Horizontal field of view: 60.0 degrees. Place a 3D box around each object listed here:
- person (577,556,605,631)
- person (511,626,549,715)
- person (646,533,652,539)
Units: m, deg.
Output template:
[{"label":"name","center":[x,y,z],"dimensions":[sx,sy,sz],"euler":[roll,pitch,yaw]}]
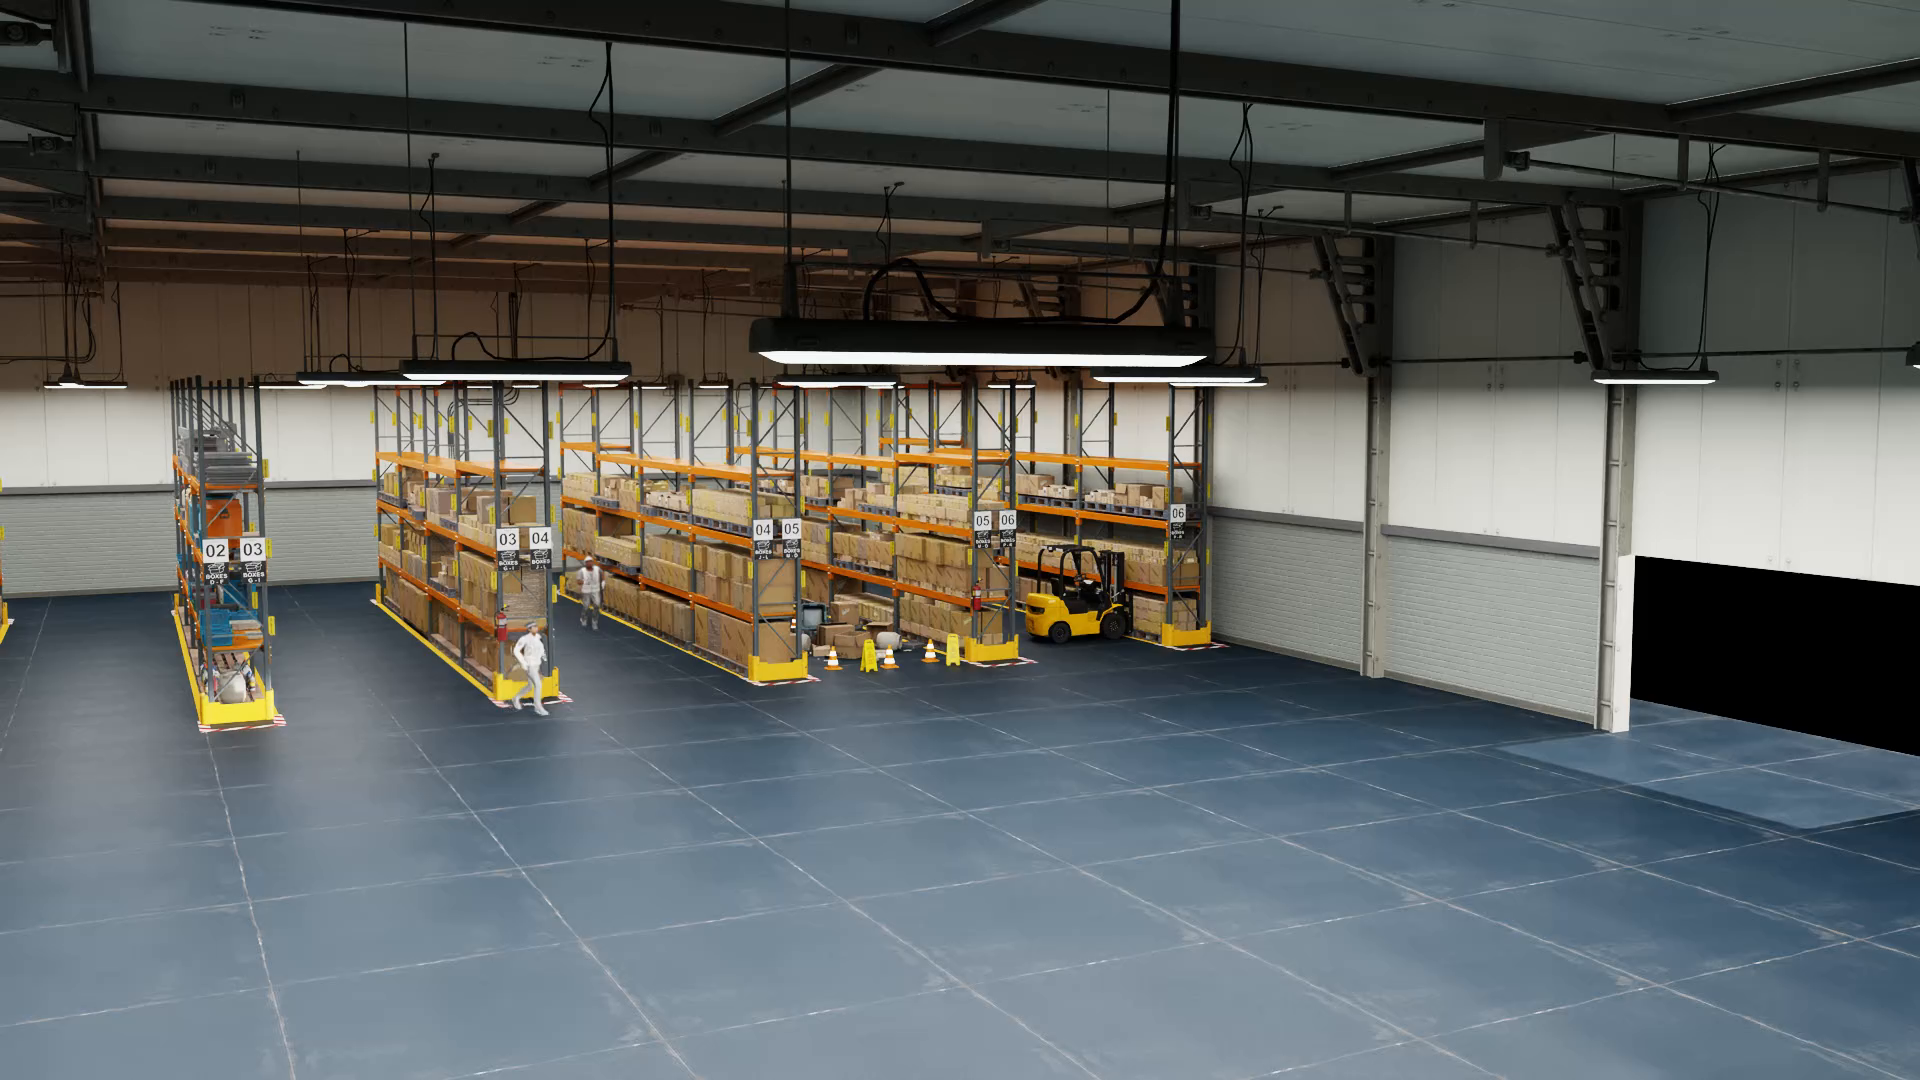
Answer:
[{"label":"person","center":[-8.875,1.279,40.009],"dimensions":[0.694,1.806,0.899],"euler":[-2,5,-19]},{"label":"person","center":[-7.647,2.261,29.605],"dimensions":[0.833,1.650,0.614],"euler":[2,5,22]},{"label":"person","center":[-8.646,0.637,46.475],"dimensions":[0.678,1.673,0.931],"euler":[-3,6,-26]}]
